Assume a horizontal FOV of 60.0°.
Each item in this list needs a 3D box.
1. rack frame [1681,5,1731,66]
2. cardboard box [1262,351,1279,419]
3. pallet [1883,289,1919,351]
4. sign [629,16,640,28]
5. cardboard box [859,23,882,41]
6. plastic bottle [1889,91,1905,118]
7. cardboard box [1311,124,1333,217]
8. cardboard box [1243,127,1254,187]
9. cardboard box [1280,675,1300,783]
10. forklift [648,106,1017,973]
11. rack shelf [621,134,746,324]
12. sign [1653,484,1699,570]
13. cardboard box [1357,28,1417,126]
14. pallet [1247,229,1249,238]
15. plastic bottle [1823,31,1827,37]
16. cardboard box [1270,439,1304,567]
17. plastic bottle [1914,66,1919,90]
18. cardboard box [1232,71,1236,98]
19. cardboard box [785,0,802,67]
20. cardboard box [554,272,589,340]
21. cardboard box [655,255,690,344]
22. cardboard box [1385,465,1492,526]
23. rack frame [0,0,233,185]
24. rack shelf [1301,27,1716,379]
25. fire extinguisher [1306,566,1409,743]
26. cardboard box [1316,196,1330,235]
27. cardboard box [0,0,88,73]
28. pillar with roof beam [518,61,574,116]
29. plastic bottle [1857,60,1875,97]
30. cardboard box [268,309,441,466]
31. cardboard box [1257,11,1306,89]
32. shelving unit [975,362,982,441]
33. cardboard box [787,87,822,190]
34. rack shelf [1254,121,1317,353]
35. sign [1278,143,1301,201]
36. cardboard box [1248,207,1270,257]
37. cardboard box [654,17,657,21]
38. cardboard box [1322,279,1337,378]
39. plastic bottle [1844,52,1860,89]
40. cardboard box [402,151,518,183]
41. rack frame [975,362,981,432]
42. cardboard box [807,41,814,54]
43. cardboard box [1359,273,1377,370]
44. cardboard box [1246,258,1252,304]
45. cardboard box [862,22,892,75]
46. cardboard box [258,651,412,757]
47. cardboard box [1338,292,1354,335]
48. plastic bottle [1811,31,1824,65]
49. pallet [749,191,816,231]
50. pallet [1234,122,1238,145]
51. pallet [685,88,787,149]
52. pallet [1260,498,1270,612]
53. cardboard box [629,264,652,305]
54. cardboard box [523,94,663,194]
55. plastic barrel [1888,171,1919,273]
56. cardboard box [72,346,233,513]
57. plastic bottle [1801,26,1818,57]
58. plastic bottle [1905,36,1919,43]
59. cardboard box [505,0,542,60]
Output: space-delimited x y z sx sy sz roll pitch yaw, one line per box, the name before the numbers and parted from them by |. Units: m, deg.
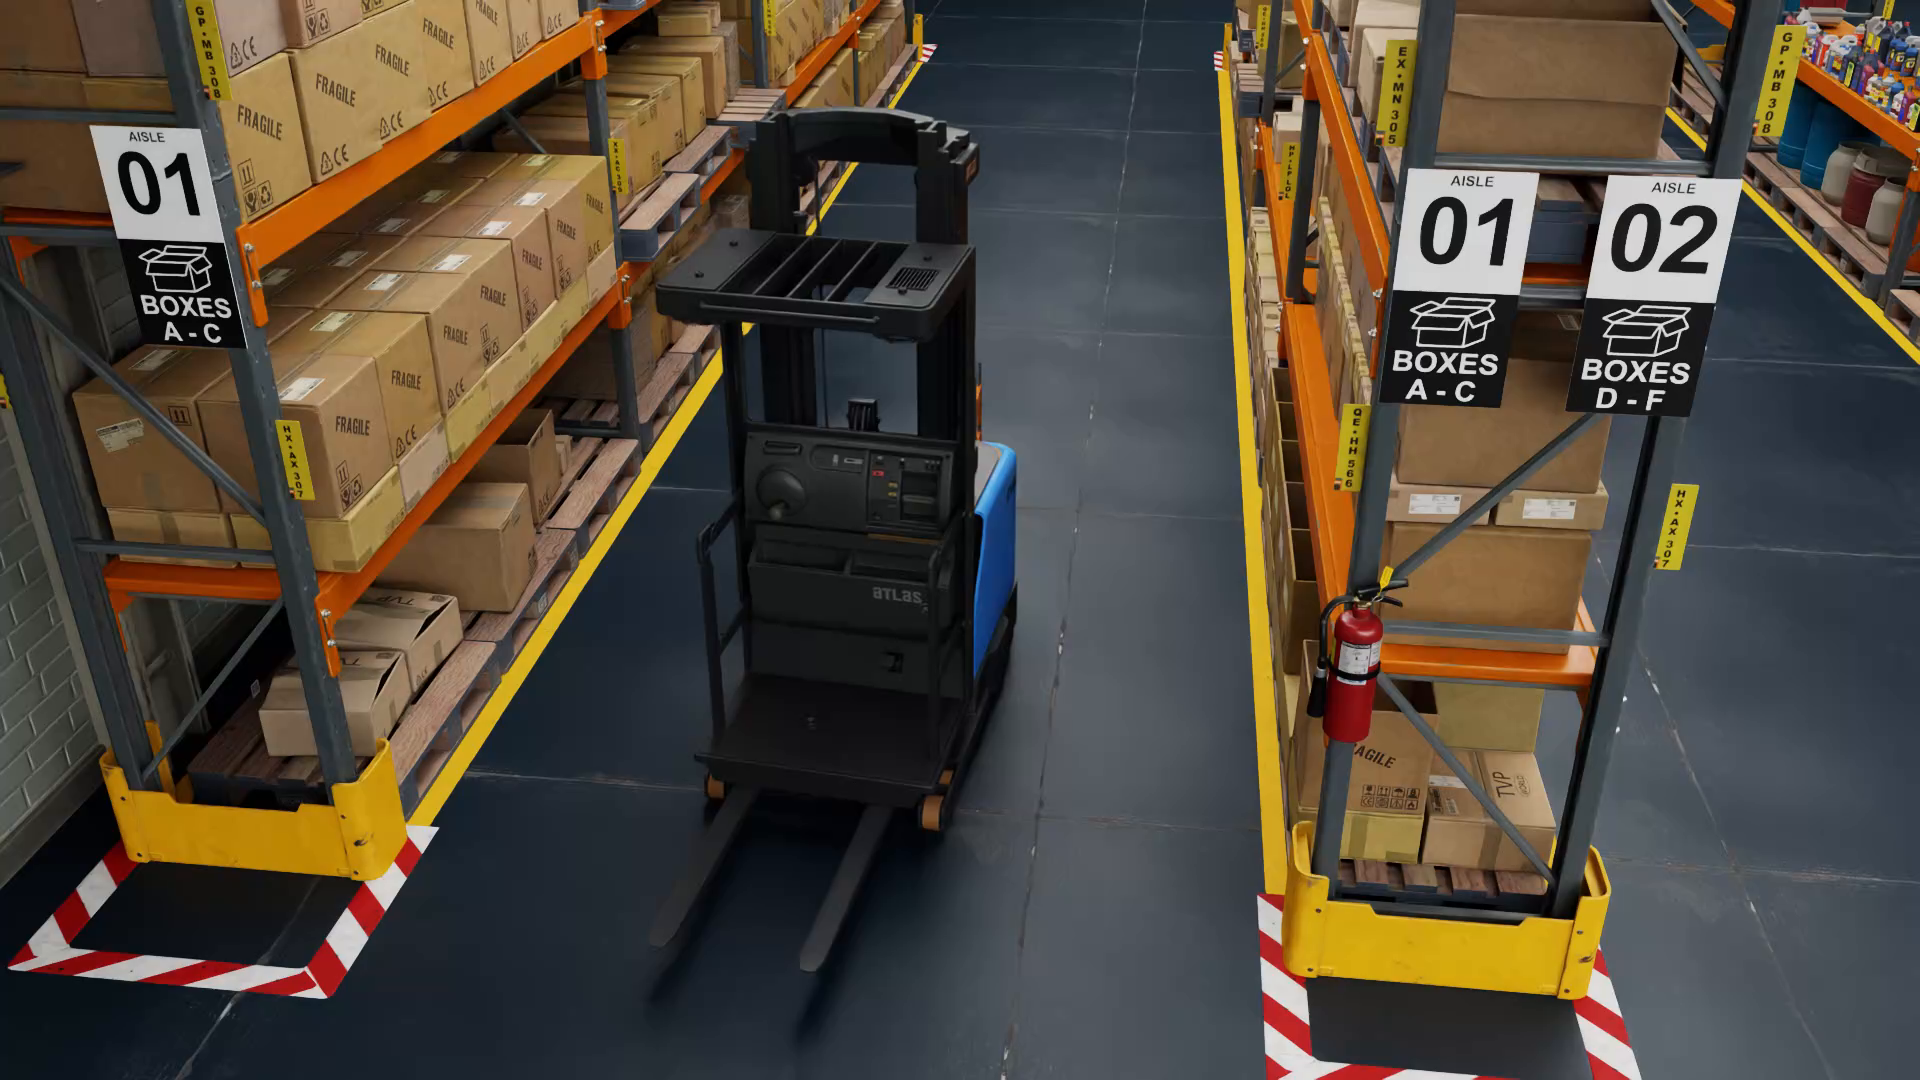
rack frame | 8.761 -6.904 19.402 1.000 3.000 0.127 3 28 6
cardboard box | 2.140 -0.974 10.260 0.500 0.311 0.500 3 28 6
pallet | 7.647 -1.548 12.401 1.003 0.211 1.213 3 28 6
sign | -2.603 -4.254 13.264 0.100 0.325 0.005 3 28 6
cardboard box | -1.081 -5.709 18.694 0.380 0.149 0.250 3 28 5
plastic bottle | 7.480 -3.474 13.245 0.097 0.201 0.097 0 28 0
cardboard box | 2.611 -2.433 10.999 0.500 0.500 0.500 3 28 6
cardboard box | 2.869 -3.466 15.192 0.500 0.500 0.500 2 28 4
cardboard box | 1.707 0.858 7.451 0.500 0.250 0.500 3 28 6
forklift | -0.533 -0.201 7.033 1.130 2.935 3.031 6 29 11
rack shelf | -2.297 -2.456 11.904 1.077 0.370 4.000 3 28 6
sign | 2.435 -0.043 5.671 0.100 0.325 0.005 3 28 6
cardboard box | 1.765 -1.721 6.186 0.500 0.250 0.500 3 28 6
pallet | 2.994 -2.549 14.260 1.003 0.211 1.213 3 28 6
plastic bottle | 7.917 -4.567 15.274 0.097 0.201 0.097 0 28 0
cardboard box | 1.885 -0.179 8.585 0.500 0.500 0.500 3 28 6
plastic bottle | 8.181 -3.975 14.017 0.144 0.351 0.185 3 28 6
cardboard box | 3.236 -4.958 18.162 0.500 0.311 0.500 3 28 6
cardboard box | -1.665 -4.358 14.236 0.500 0.500 0.500 4 29 8
cardboard box | -2.368 -1.299 9.136 0.500 0.250 0.500 3 29 6
cardboard box | -2.352 -1.756 12.018 0.700 0.500 0.500 4 29 7
cardboard box | 1.743 -0.183 6.137 0.380 0.149 0.250 3 28 5
rack frame | -3.032 -2.589 5.068 1.000 3.000 0.127 3 28 6
rack shelf | 2.130 -1.607 7.167 1.077 0.370 4.000 3 28 6
fire extinguisher | 1.410 0.401 5.925 0.296 0.674 0.183 3 28 6
cardboard box | 2.150 -1.759 9.064 0.380 0.149 0.250 3 28 6
cardboard box | -3.238 -1.980 5.919 0.500 0.500 0.500 5 29 8
pillar with roof beam | 1.203 -5.543 10.551 9.100 9.000 0.400 3 28 6
plastic bottle | 7.547 -3.840 13.838 0.061 0.283 0.133 3 28 6
cardboard box | -2.604 -0.661 7.160 0.500 0.500 0.500 3 29 6
cardboard box | 2.831 -3.960 13.389 0.700 0.500 0.500 -6 29 -11
shelving unit | 0.007 -0.487 9.548 0.215 1.050 0.252 3 28 6
cardboard box | -1.718 -3.703 15.285 0.750 0.750 0.750 3 28 6
rack shelf | 2.620 -2.170 11.373 1.077 0.370 4.000 3 28 6
sign | 1.836 -2.047 9.249 0.100 0.325 0.005 3 28 6
cardboard box | 2.510 -2.420 12.944 0.500 0.311 0.500 4 29 8
cardboard box | -2.255 -4.135 13.823 0.500 0.500 0.500 4 29 7
cardboard box | 2.269 -1.131 8.582 0.700 0.500 0.500 3 28 6
plastic bottle | 7.586 -3.990 14.116 0.061 0.283 0.133 3 28 6
cardboard box | -2.806 -1.895 9.451 0.500 0.500 0.500 3 28 5
rack frame | 0.021 -0.545 9.654 0.200 1.050 0.008 3 28 6
cardboard box | -1.565 -4.600 15.369 0.380 0.149 0.250 4 29 8
cardboard box | 2.082 -1.006 6.982 0.700 0.500 0.500 3 29 6
cardboard box | 2.449 -1.936 12.637 0.500 0.250 0.500 3 28 5
cardboard box | -1.180 -5.756 19.465 0.700 0.500 0.500 2 28 5
cardboard box | -2.858 0.721 7.620 0.500 0.311 0.500 0 28 0
cardboard box | 1.964 -1.030 7.710 0.380 0.149 0.250 3 28 6
plastic bottle | 7.694 -4.404 14.885 0.061 0.283 0.133 3 28 6
pallet | -1.880 -2.853 14.823 1.003 0.211 1.213 3 28 6
pallet | 3.441 -4.406 17.706 1.003 0.211 1.213 3 28 6
pallet | -2.033 -3.288 12.893 1.213 0.211 1.003 3 28 6
pallet | 2.236 0.054 9.426 1.003 0.211 1.213 3 28 6
cardboard box | -2.417 -1.809 11.327 0.500 0.250 0.500 3 28 5
cardboard box | -2.370 -2.569 10.787 0.700 0.500 0.500 6 29 11
plastic barrel | 7.824 -2.599 13.257 0.600 0.830 0.708 3 28 6
cardboard box | -3.185 -0.455 6.779 0.500 0.500 0.500 3 28 6
plastic bottle | 7.750 -4.543 15.157 0.097 0.271 0.097 0 28 0
plastic bottle | 8.437 -4.353 14.798 0.152 0.276 0.135 3 28 6
cardboard box | -2.433 -2.715 8.338 0.500 0.500 0.500 1 28 2
